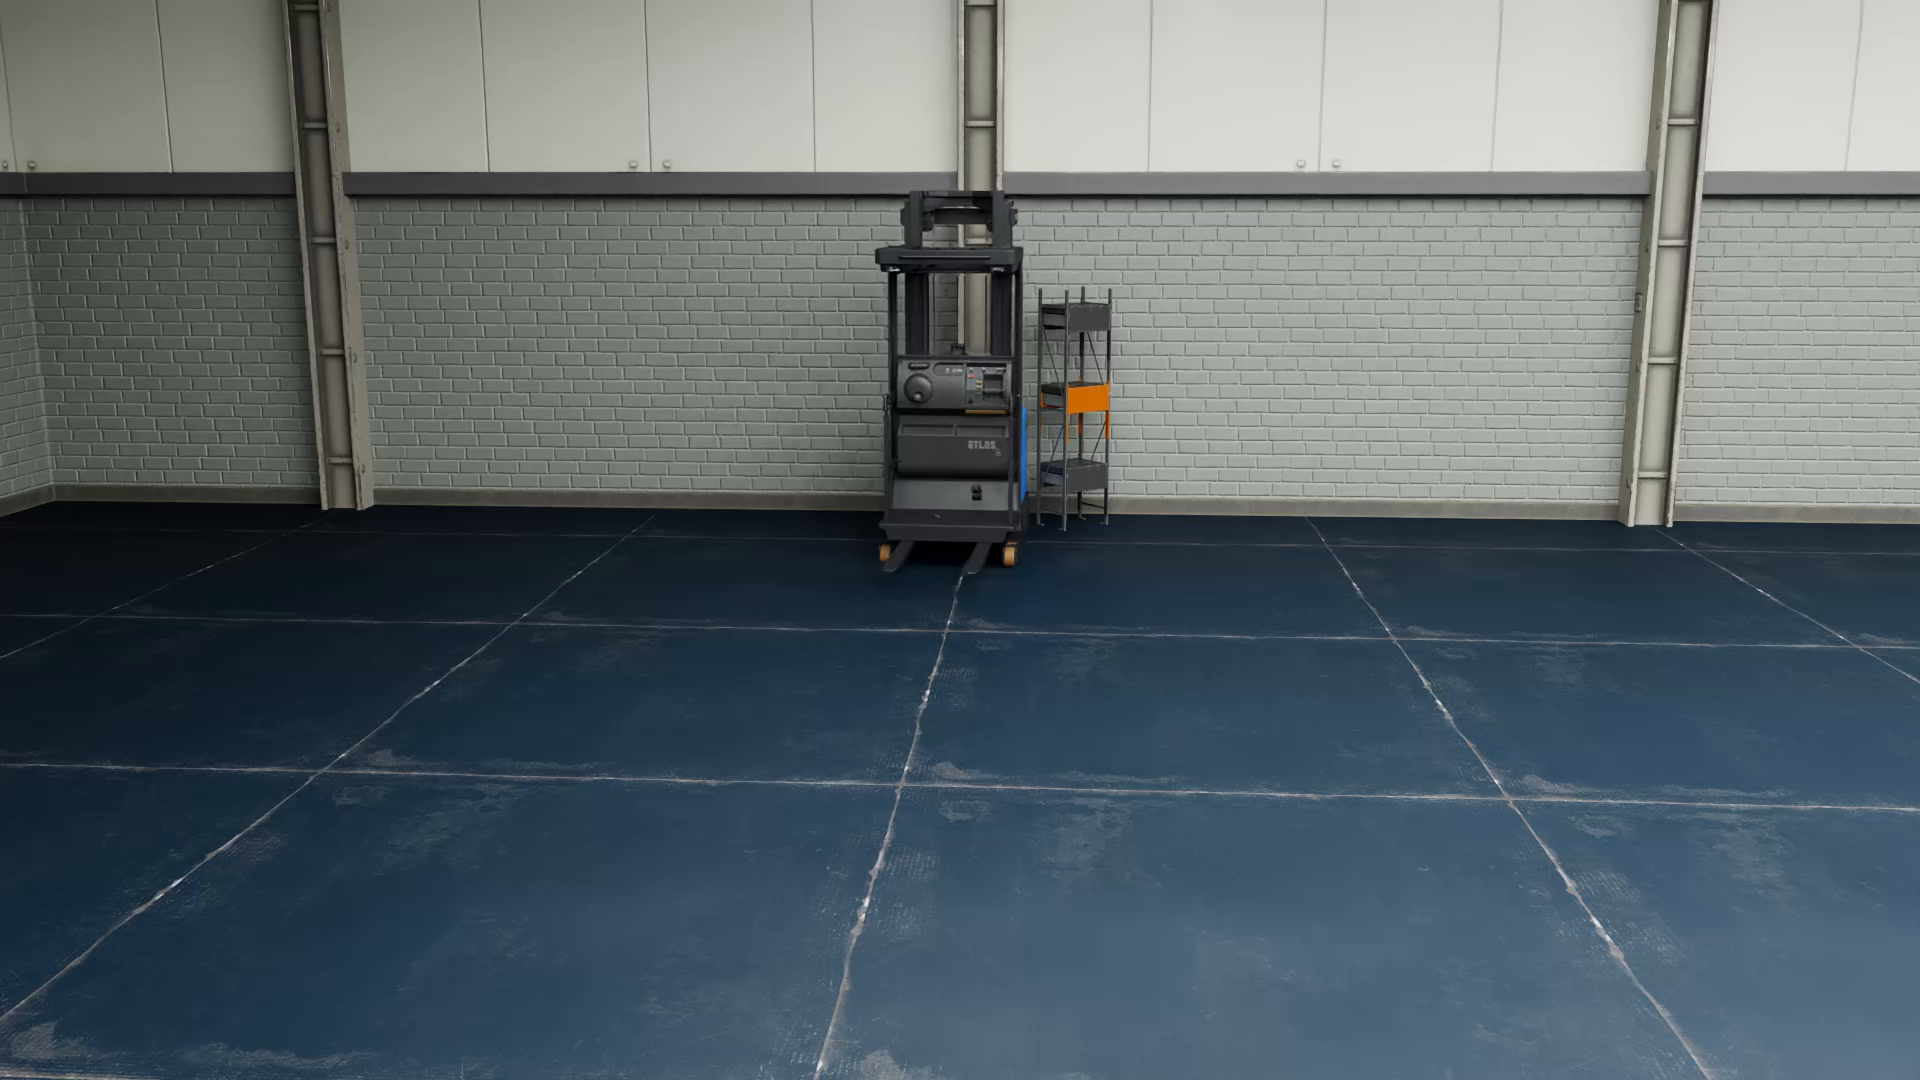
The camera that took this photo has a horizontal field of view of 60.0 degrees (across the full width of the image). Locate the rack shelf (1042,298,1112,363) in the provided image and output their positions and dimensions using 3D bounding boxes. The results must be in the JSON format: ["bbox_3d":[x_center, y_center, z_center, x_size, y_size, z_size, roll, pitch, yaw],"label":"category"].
[{"bbox_3d":[1.006,-1.839,14.580,0.480,0.518,0.431,-8,14,-35],"label":"rack shelf"}]

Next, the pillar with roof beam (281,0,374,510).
[{"bbox_3d":[-6.089,-3.841,10.652,0.400,9.000,9.100,1,12,4],"label":"pillar with roof beam"}]

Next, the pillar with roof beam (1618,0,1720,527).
[{"bbox_3d":[5.884,-3.677,9.867,0.400,9.000,9.100,1,12,4],"label":"pillar with roof beam"}]

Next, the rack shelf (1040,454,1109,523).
[{"bbox_3d":[1.006,-0.469,14.866,0.480,0.518,0.431,-8,14,-35],"label":"rack shelf"}]

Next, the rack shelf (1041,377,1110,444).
[{"bbox_3d":[1.006,-1.154,14.723,0.480,0.518,0.431,-8,14,-35],"label":"rack shelf"}]

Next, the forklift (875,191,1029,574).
[{"bbox_3d":[-0.065,-1.291,13.282,1.130,2.935,3.031,1,12,6],"label":"forklift"}]

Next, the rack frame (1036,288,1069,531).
[{"bbox_3d":[0.808,-1.138,14.580,0.015,2.100,0.400,-8,14,-35],"label":"rack frame"}]

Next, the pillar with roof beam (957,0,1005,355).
[{"bbox_3d":[-0.103,-3.759,10.259,0.400,9.000,9.100,1,12,4],"label":"pillar with roof beam"}]

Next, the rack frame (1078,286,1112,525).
[{"bbox_3d":[1.203,-1.197,14.860,0.015,2.100,0.400,-8,14,-35],"label":"rack frame"}]

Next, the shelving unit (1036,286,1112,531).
[{"bbox_3d":[1.006,-1.167,14.720,0.503,2.100,0.431,-8,14,-35],"label":"shelving unit"}]
